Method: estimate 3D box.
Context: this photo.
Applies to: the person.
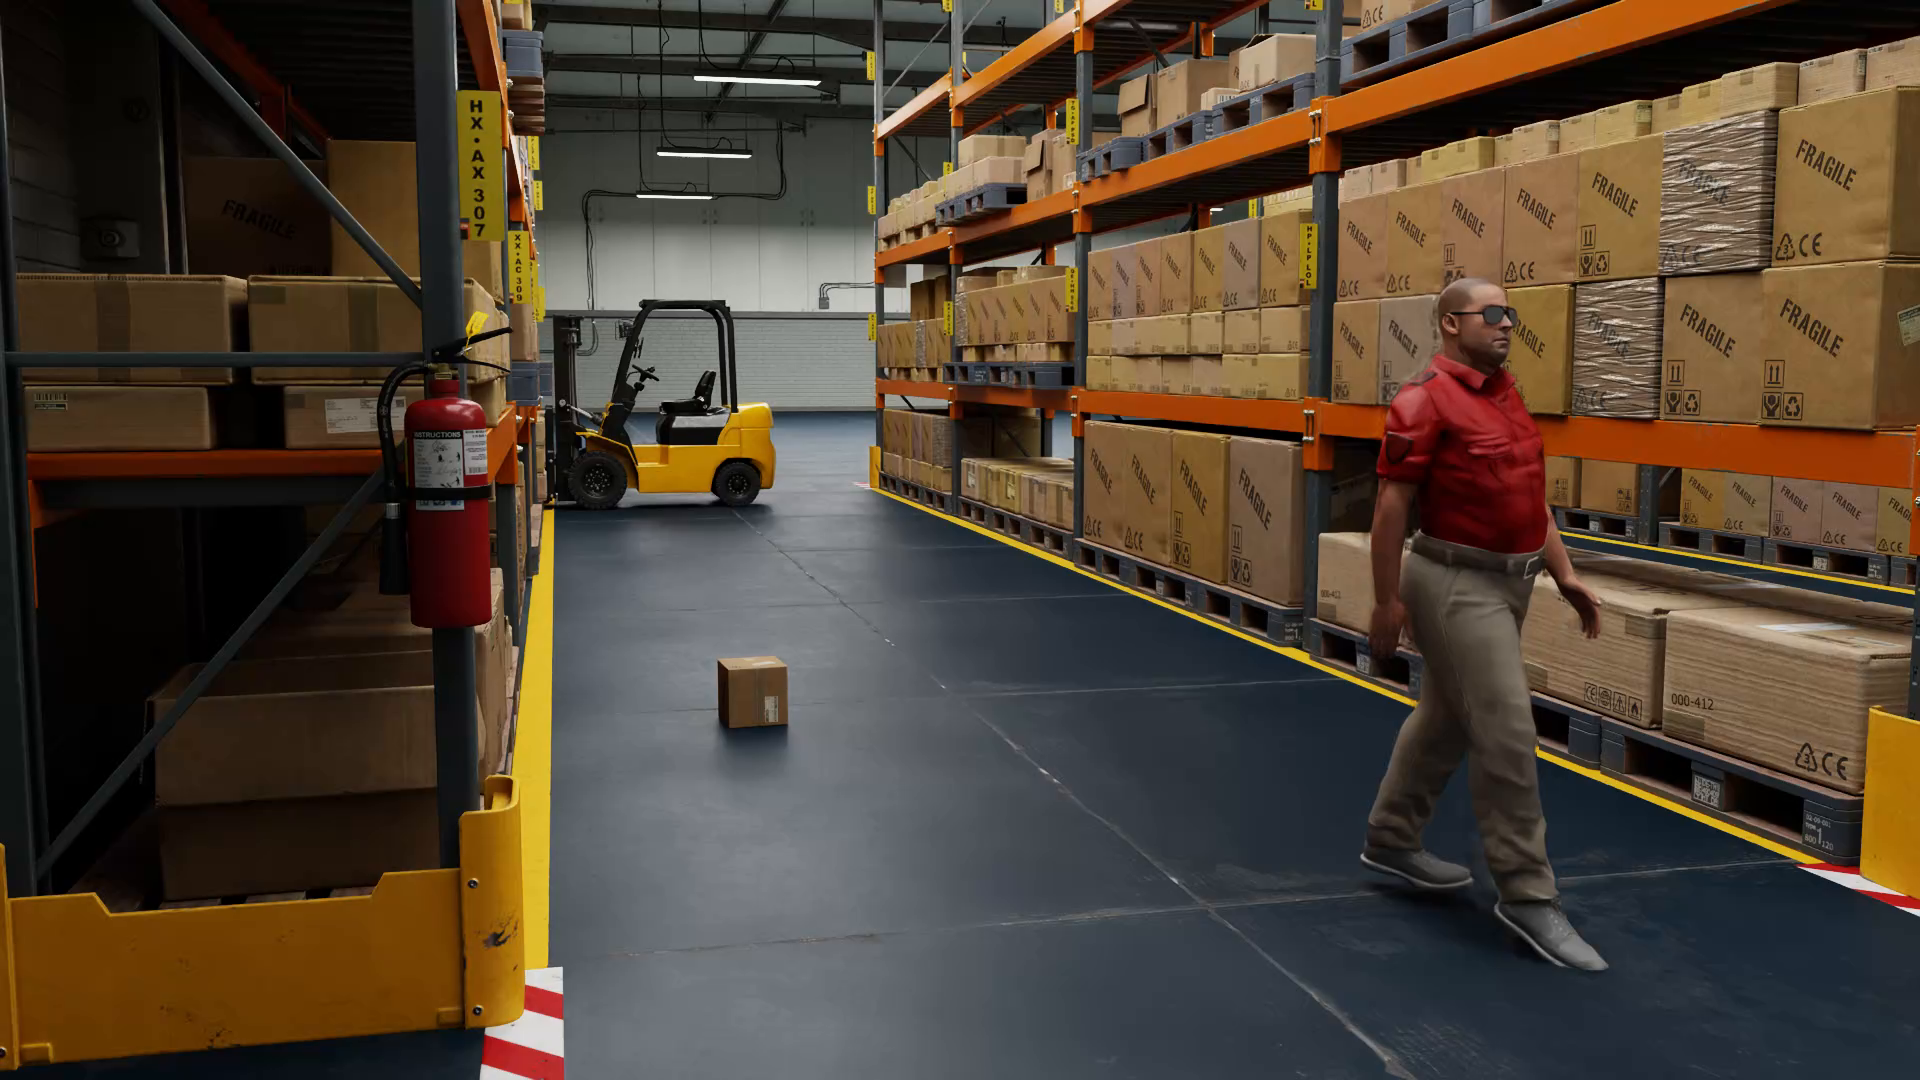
[{"bbox_3d":[1.436,0.189,4.442,0.791,1.770,0.543,6,8,43],"label":"person"}]
